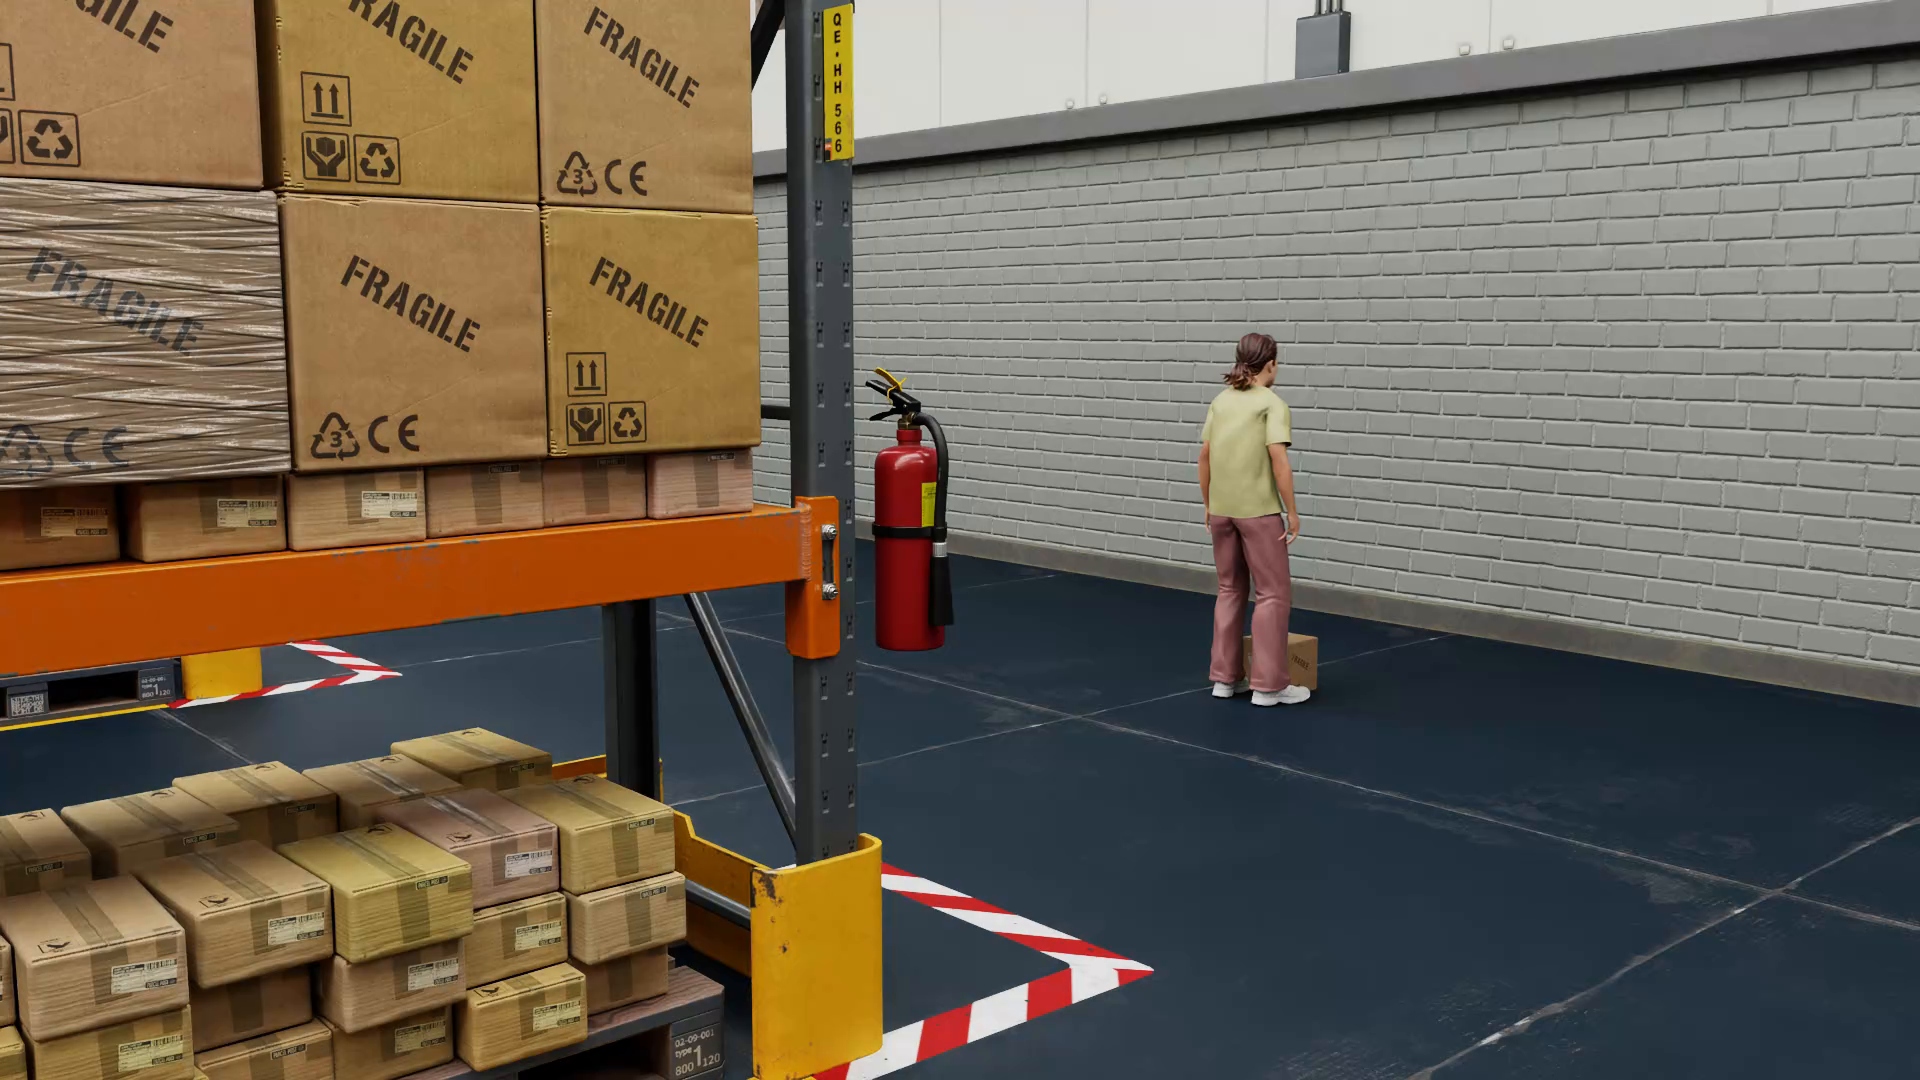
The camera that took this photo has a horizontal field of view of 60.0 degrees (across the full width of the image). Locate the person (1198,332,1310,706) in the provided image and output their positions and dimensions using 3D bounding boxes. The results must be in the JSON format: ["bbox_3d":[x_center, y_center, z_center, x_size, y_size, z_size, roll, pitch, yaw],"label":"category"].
[{"bbox_3d":[1.324,-0.103,7.579,0.356,1.673,0.513,-7,10,-43],"label":"person"}]
